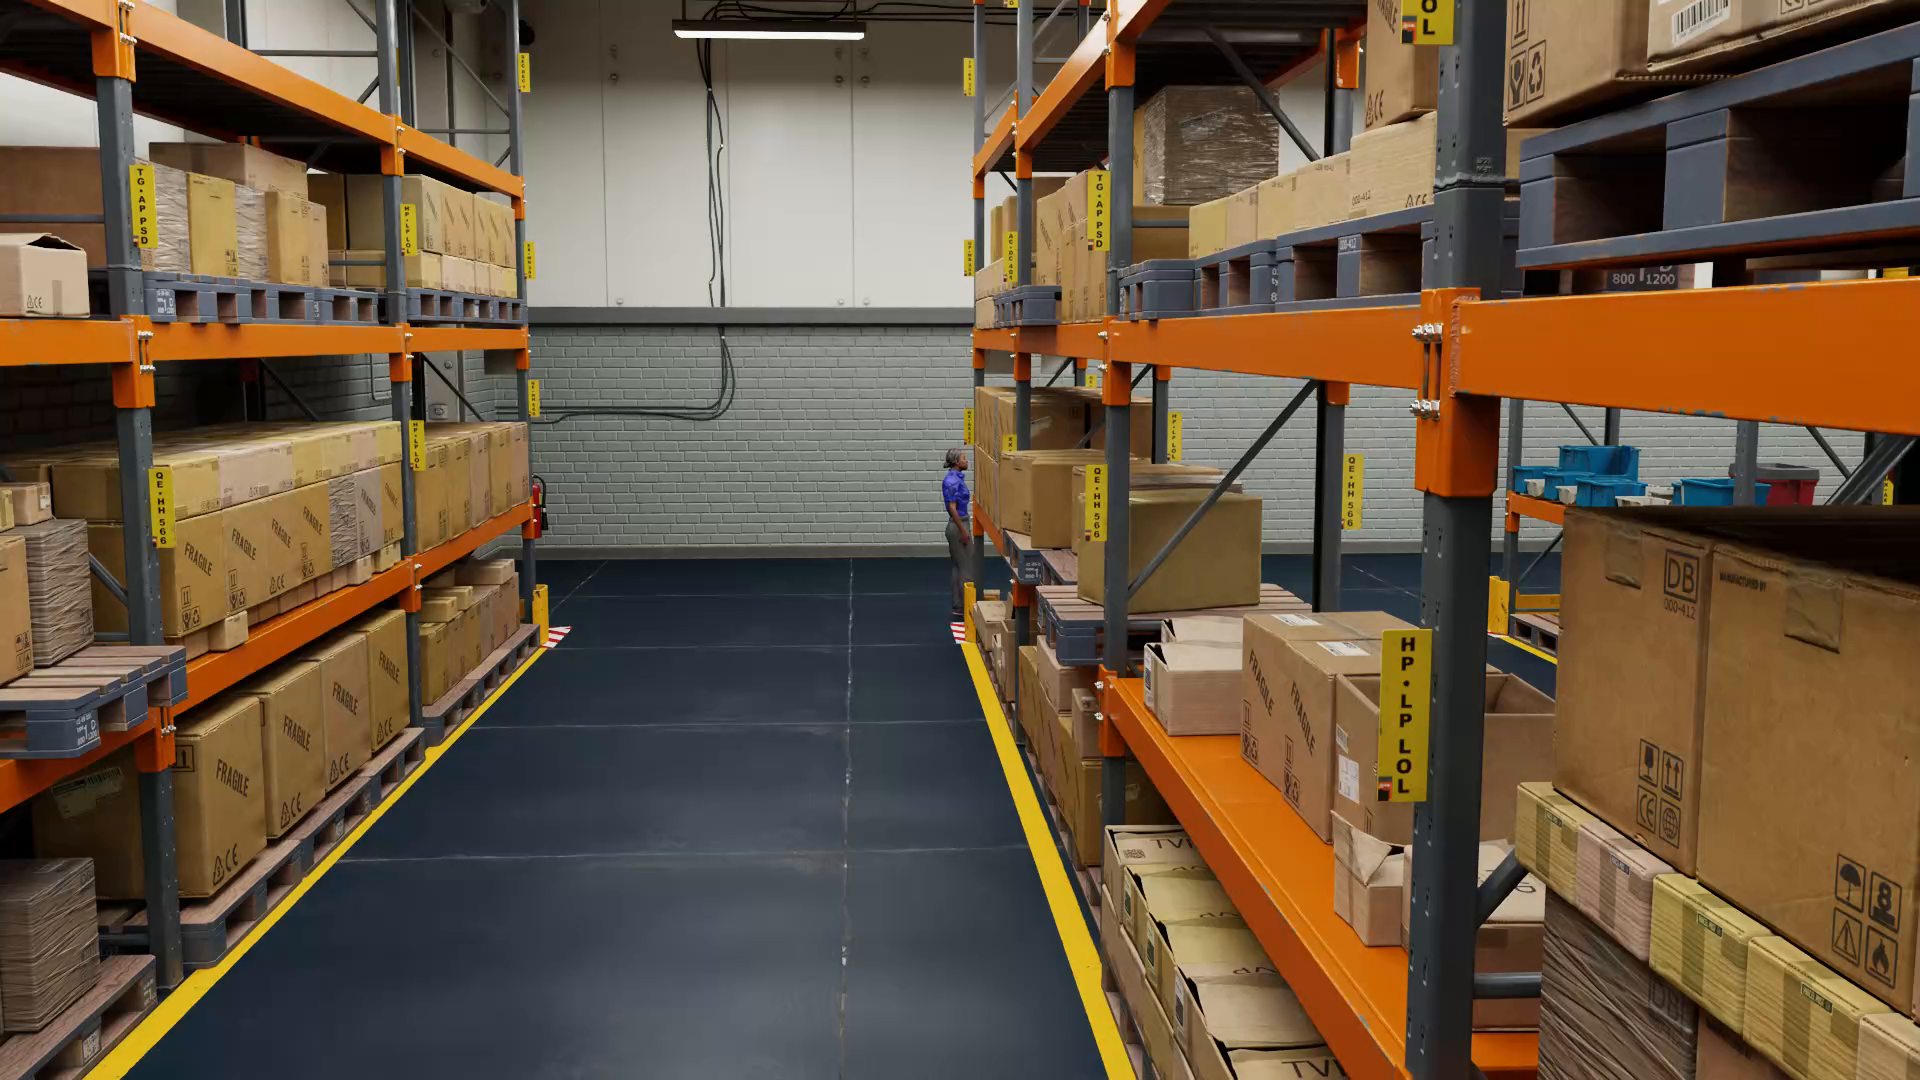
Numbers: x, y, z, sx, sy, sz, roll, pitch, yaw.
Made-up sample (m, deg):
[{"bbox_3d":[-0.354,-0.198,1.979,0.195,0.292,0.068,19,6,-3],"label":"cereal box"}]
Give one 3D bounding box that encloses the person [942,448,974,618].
[{"bbox_3d":[0.078,-0.069,16.268,0.503,1.656,0.570,0,7,2],"label":"person"}]
